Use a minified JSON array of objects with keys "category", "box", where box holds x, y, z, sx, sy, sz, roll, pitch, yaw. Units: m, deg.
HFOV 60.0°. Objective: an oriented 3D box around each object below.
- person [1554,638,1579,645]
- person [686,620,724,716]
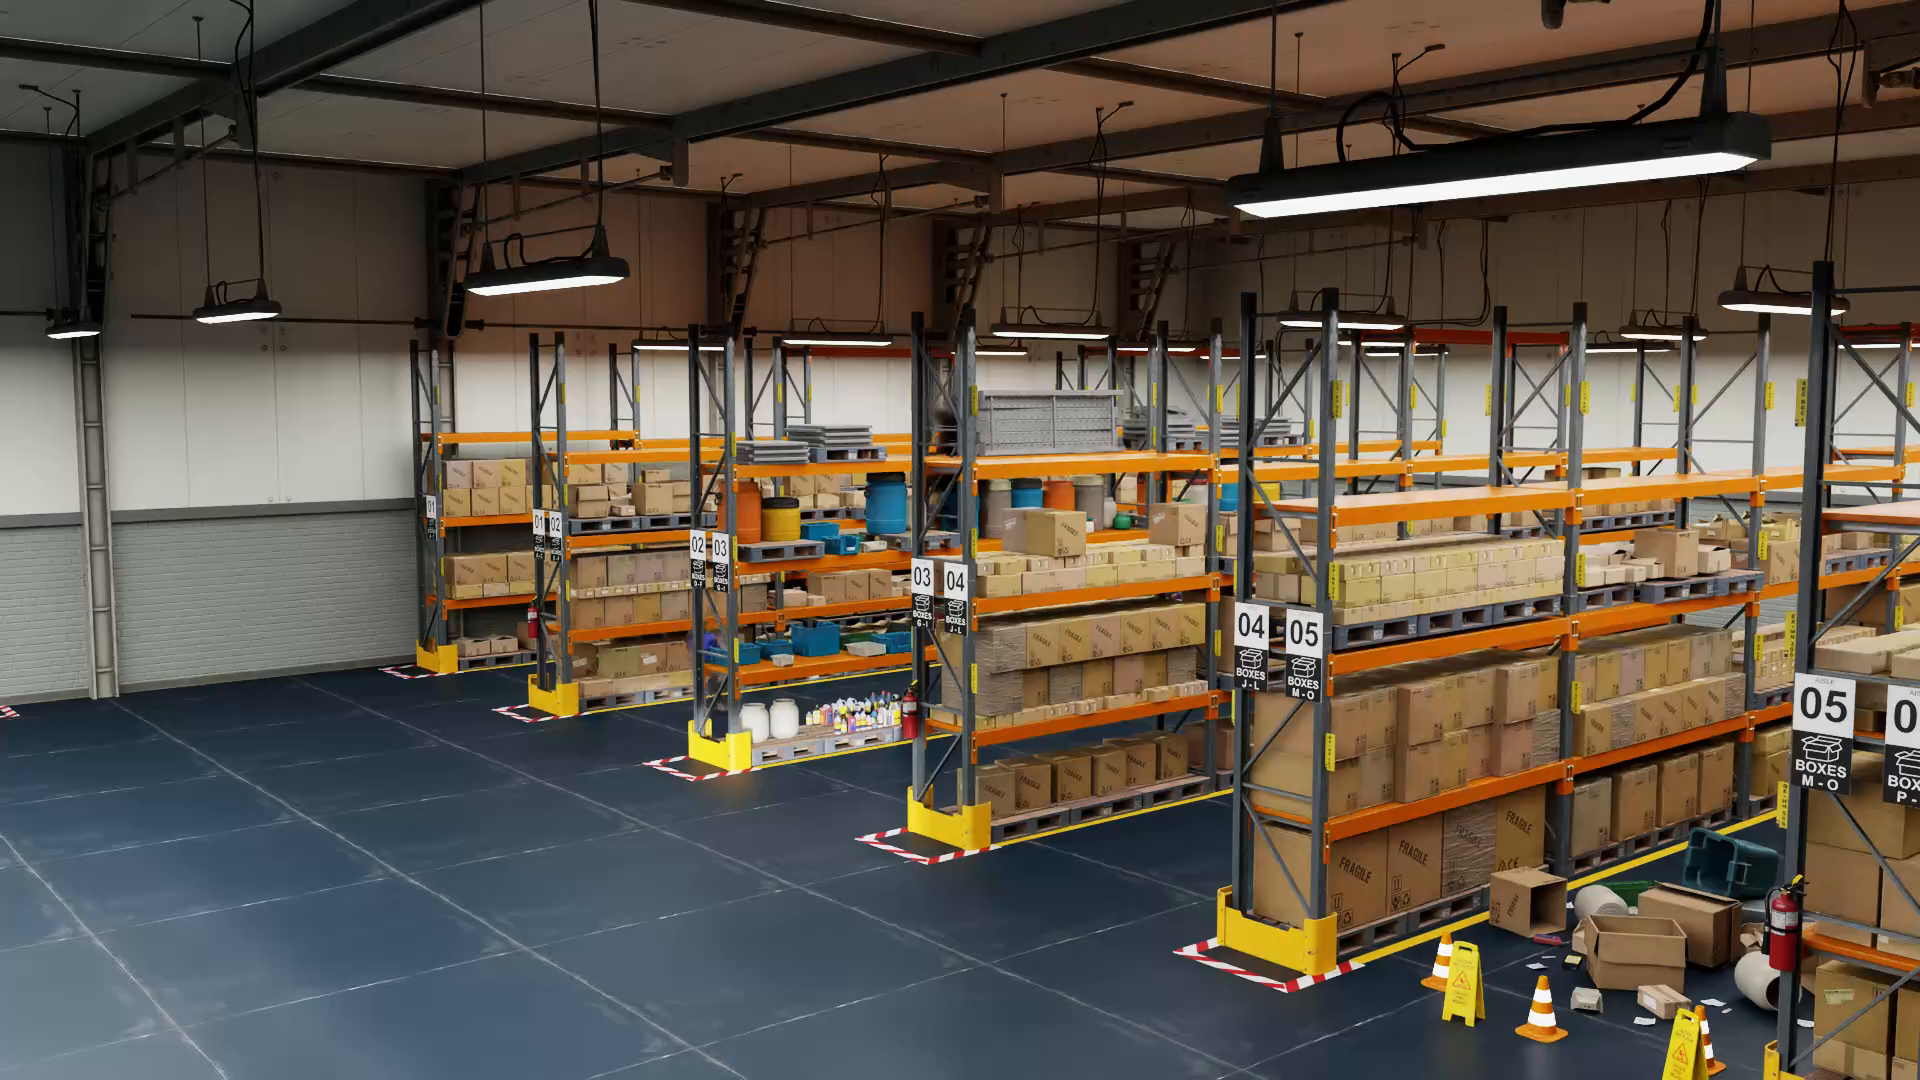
[{"category":"person","box":[8.790,2.054,24.163,0.658,1.788,0.722,5,7,44]},{"category":"person","box":[-4.002,1.983,26.078,0.544,1.596,0.709,0,5,0]}]
